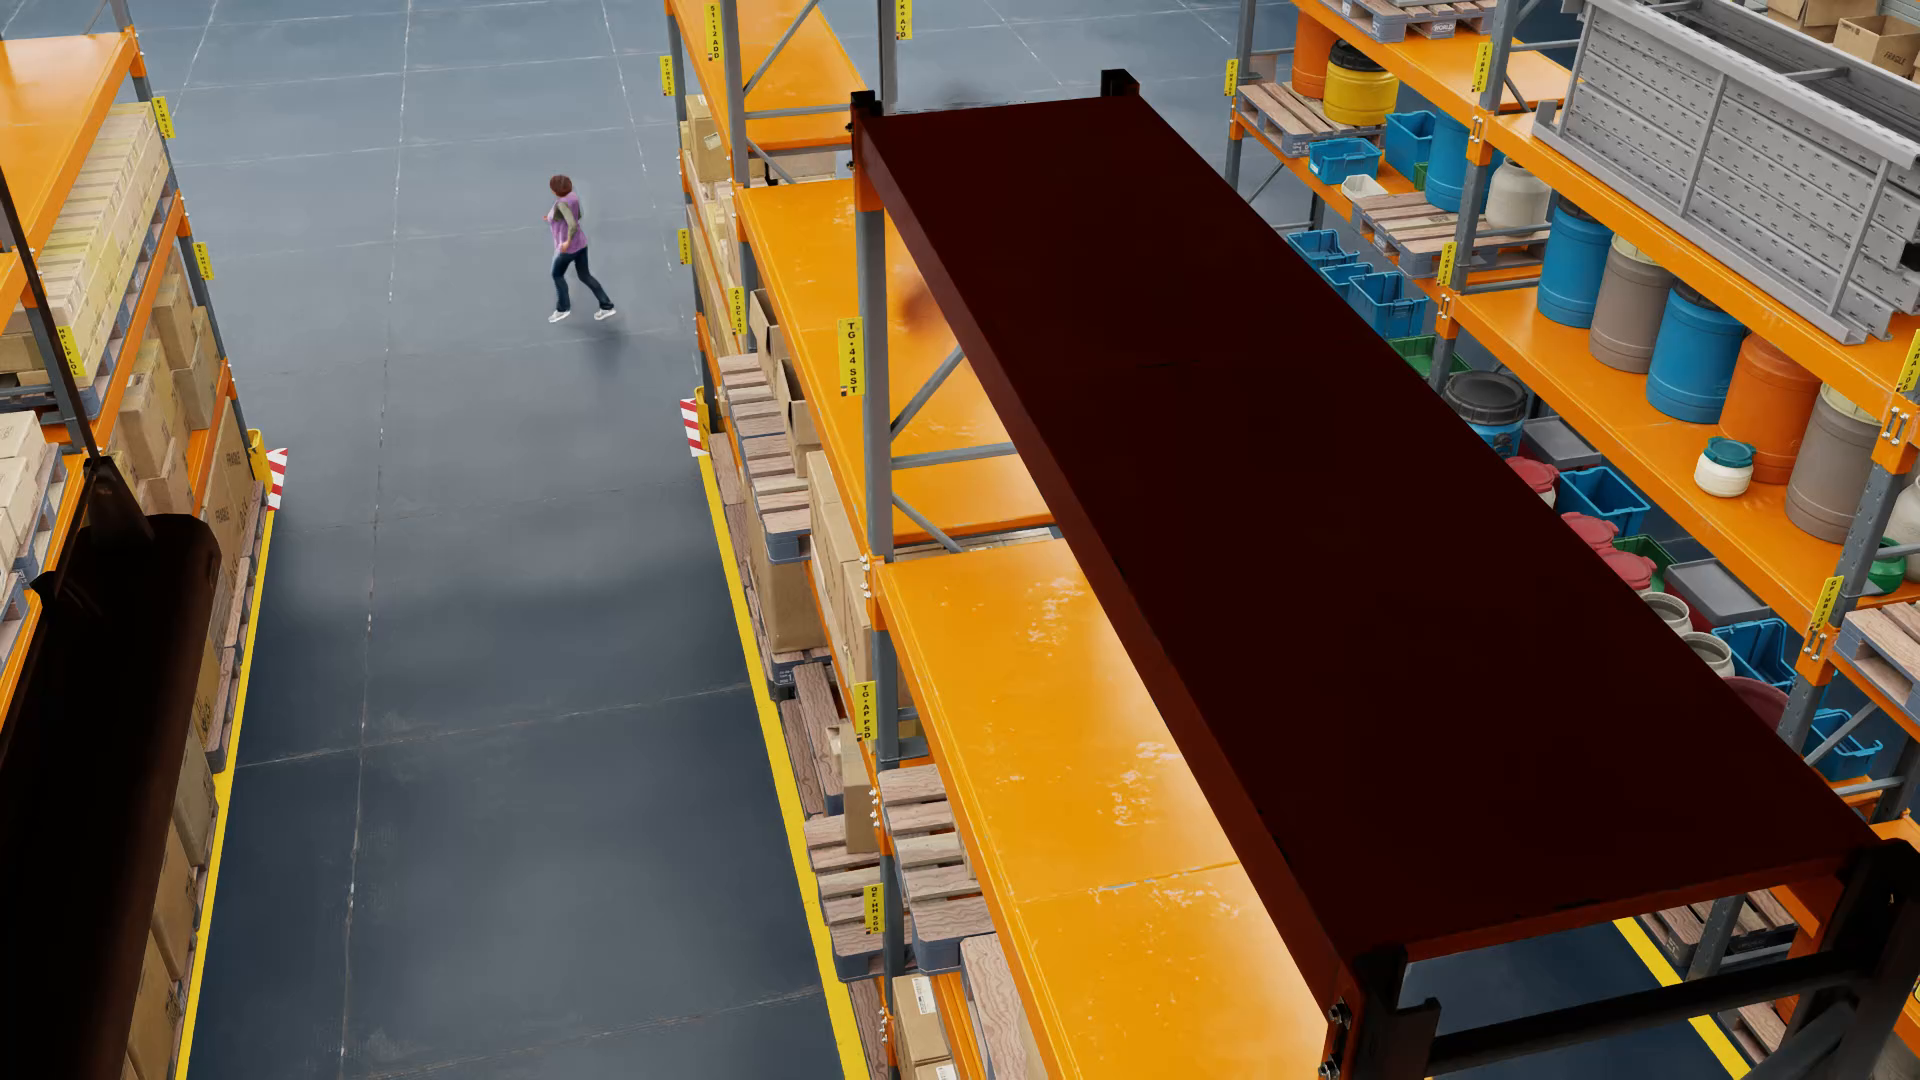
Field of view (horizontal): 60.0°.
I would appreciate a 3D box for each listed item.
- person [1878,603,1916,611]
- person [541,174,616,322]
[{"bbox_3d":[7.066,0.298,12.064,0.719,1.751,0.926,-21,39,-27],"label":"person"},{"bbox_3d":[-3.928,-2.952,16.966,0.757,1.630,0.528,13,37,18],"label":"person"}]
